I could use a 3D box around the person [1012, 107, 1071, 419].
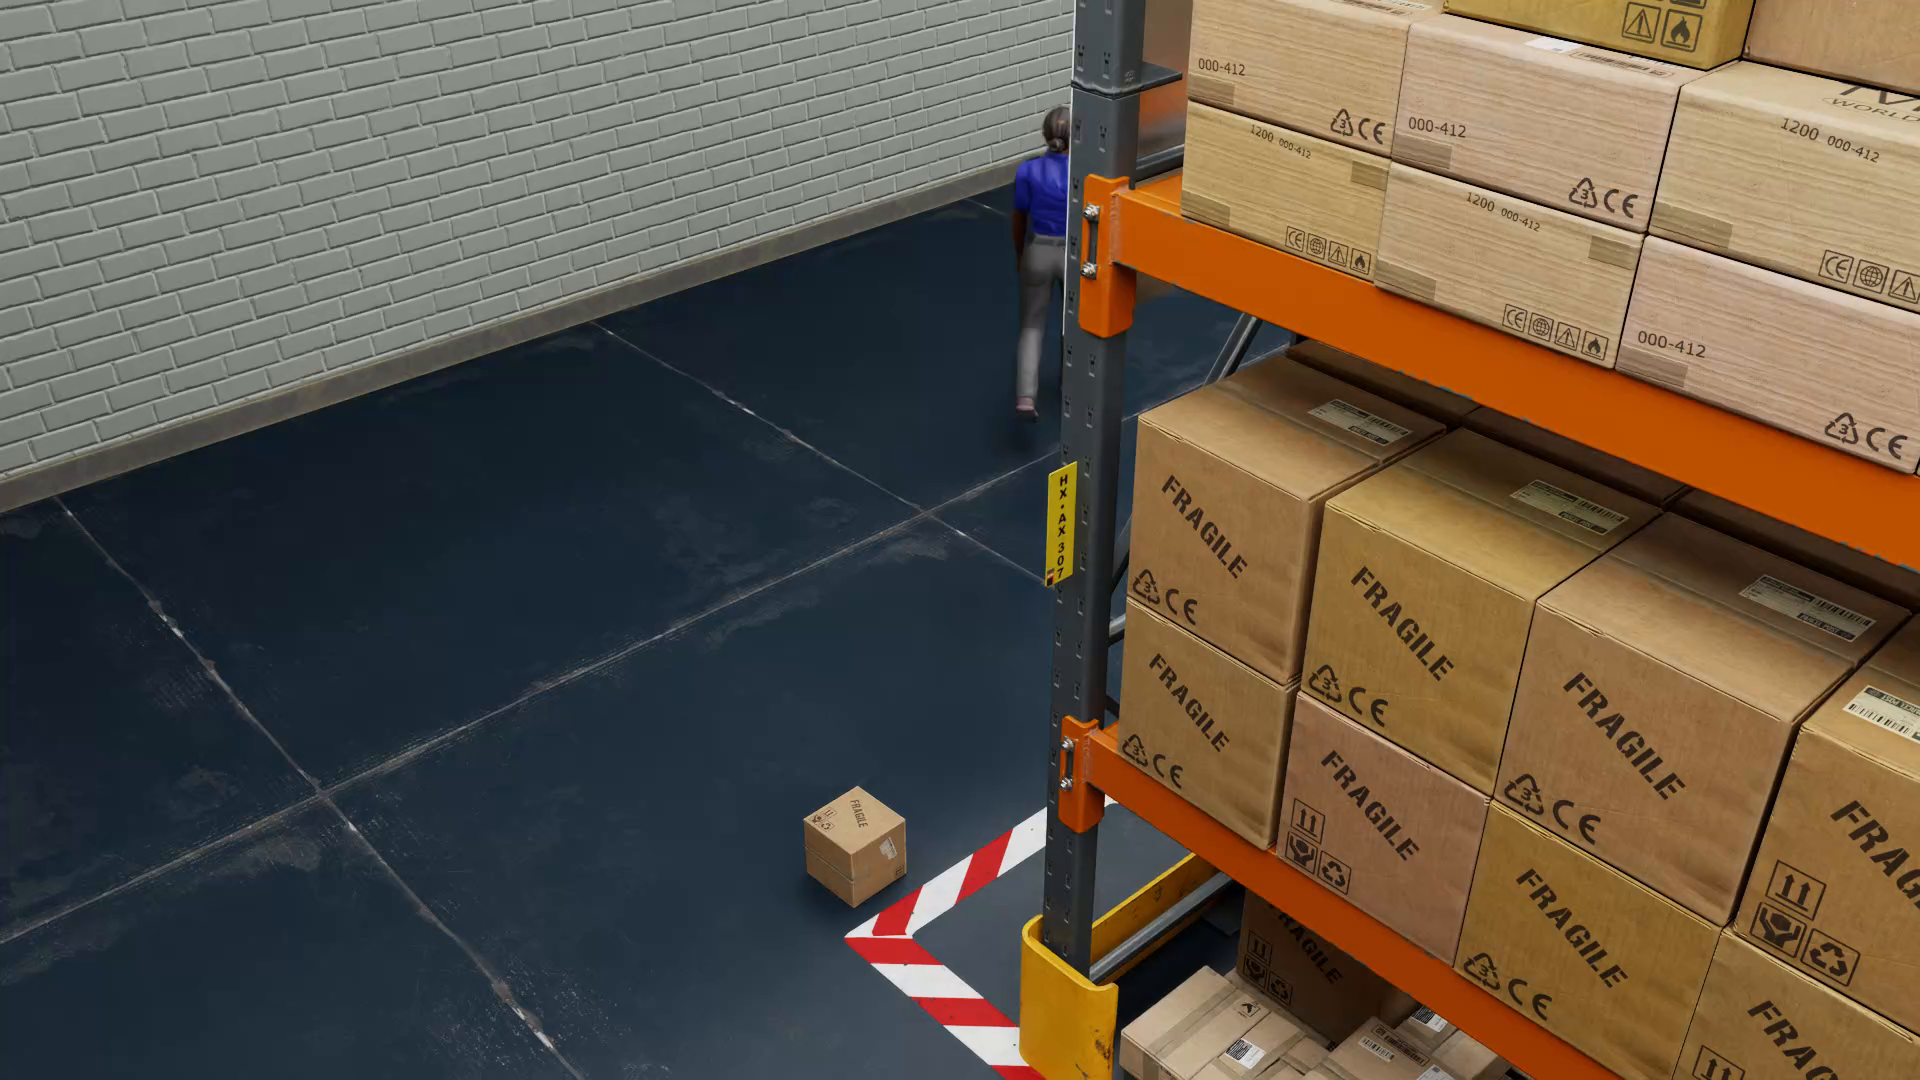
[{"bbox_3d":[0.469,-1.384,8.350,0.443,1.616,0.886,5,32,7],"label":"person"}]
